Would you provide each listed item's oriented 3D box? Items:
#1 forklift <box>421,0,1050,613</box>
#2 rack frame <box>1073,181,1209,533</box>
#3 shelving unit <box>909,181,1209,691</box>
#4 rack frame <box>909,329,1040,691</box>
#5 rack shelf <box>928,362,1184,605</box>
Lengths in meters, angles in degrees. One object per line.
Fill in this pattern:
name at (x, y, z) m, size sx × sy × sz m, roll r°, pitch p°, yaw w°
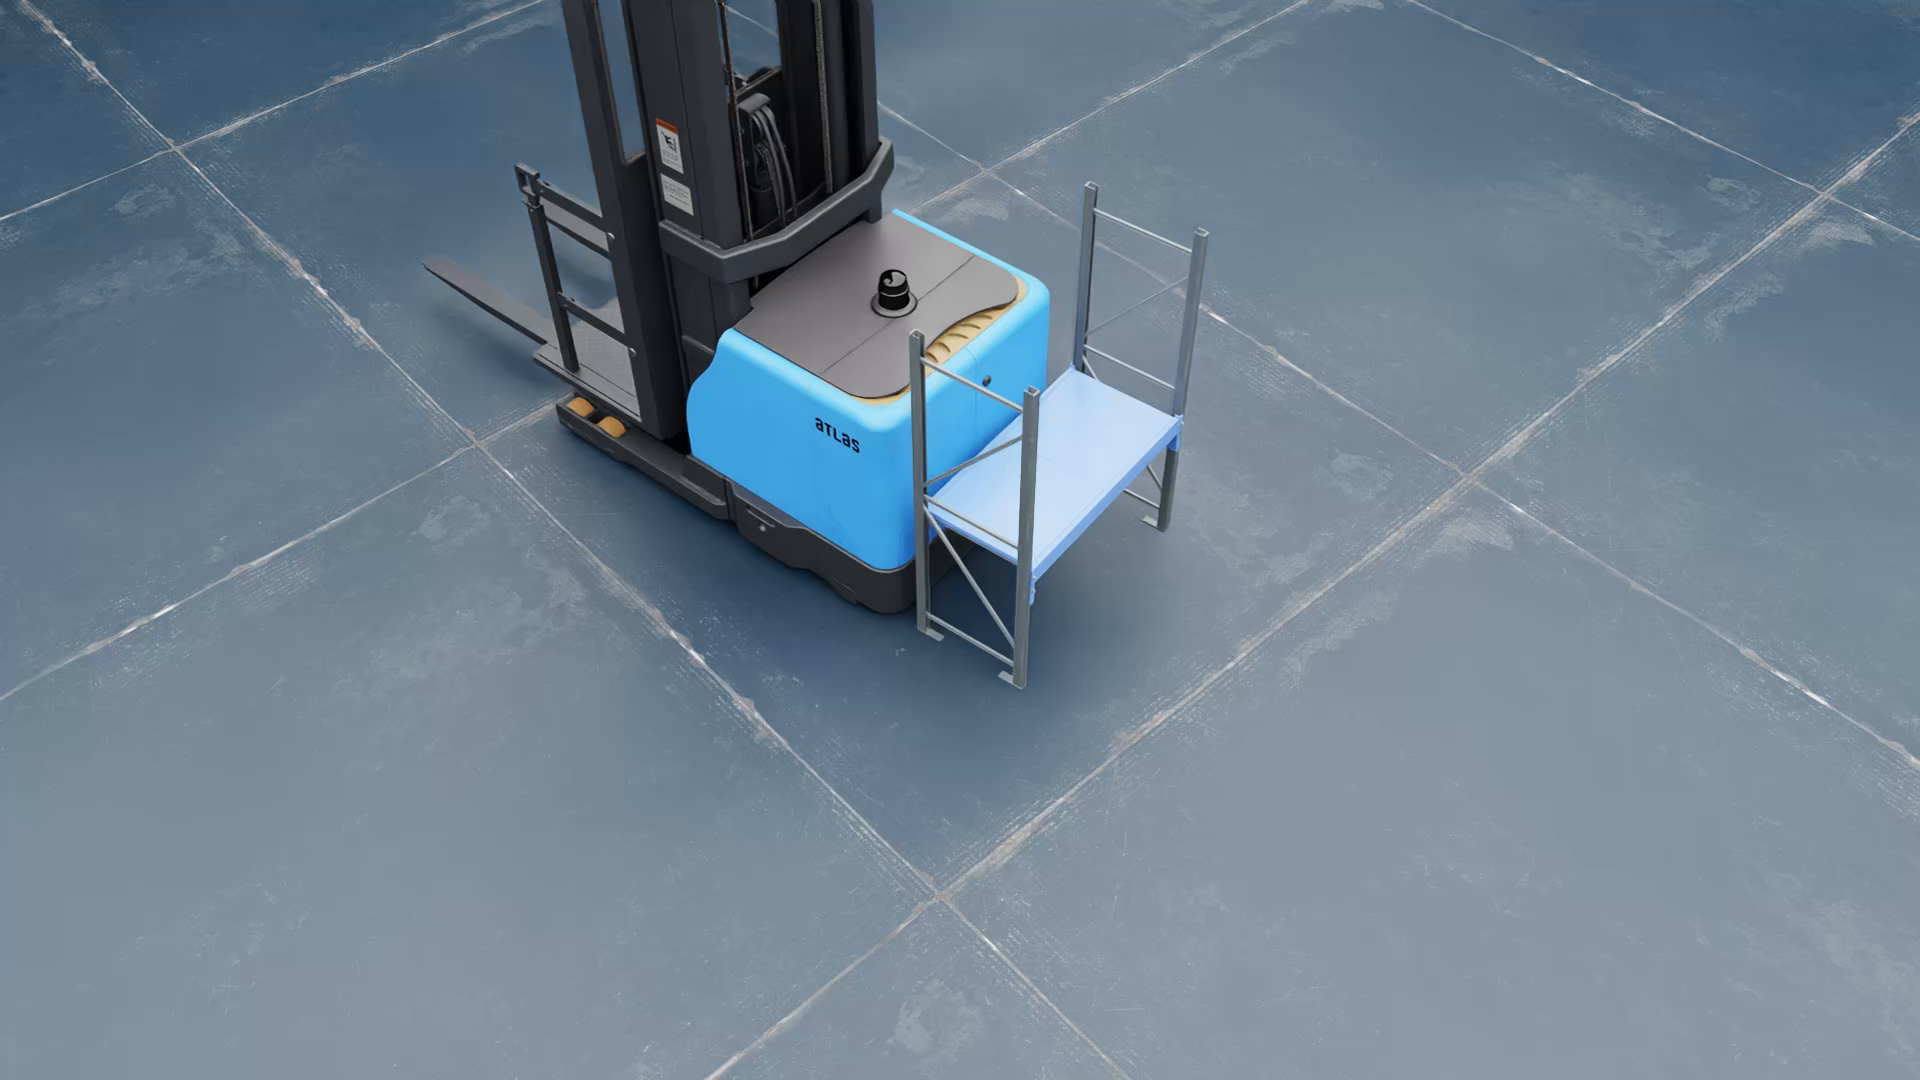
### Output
forklift at (-1.109, -1.628, 6.311) m, size 3.031 × 2.935 × 1.130 m, roll 31°, pitch 54°, yaw 25°
rack frame at (0.653, -0.656, 6.388) m, size 0.500 × 1.500 × 0.032 m, roll 29°, pitch 54°, yaw 24°
shelving unit at (0.347, -0.357, 6.112) m, size 0.538 × 1.500 × 1.048 m, roll 29°, pitch 54°, yaw 24°
rack frame at (0.042, -0.059, 5.837) m, size 0.500 × 1.500 × 0.032 m, roll 29°, pitch 54°, yaw 24°
rack shelf at (0.347, -0.235, 6.245) m, size 0.538 × 0.185 × 1.000 m, roll 29°, pitch 54°, yaw 24°
